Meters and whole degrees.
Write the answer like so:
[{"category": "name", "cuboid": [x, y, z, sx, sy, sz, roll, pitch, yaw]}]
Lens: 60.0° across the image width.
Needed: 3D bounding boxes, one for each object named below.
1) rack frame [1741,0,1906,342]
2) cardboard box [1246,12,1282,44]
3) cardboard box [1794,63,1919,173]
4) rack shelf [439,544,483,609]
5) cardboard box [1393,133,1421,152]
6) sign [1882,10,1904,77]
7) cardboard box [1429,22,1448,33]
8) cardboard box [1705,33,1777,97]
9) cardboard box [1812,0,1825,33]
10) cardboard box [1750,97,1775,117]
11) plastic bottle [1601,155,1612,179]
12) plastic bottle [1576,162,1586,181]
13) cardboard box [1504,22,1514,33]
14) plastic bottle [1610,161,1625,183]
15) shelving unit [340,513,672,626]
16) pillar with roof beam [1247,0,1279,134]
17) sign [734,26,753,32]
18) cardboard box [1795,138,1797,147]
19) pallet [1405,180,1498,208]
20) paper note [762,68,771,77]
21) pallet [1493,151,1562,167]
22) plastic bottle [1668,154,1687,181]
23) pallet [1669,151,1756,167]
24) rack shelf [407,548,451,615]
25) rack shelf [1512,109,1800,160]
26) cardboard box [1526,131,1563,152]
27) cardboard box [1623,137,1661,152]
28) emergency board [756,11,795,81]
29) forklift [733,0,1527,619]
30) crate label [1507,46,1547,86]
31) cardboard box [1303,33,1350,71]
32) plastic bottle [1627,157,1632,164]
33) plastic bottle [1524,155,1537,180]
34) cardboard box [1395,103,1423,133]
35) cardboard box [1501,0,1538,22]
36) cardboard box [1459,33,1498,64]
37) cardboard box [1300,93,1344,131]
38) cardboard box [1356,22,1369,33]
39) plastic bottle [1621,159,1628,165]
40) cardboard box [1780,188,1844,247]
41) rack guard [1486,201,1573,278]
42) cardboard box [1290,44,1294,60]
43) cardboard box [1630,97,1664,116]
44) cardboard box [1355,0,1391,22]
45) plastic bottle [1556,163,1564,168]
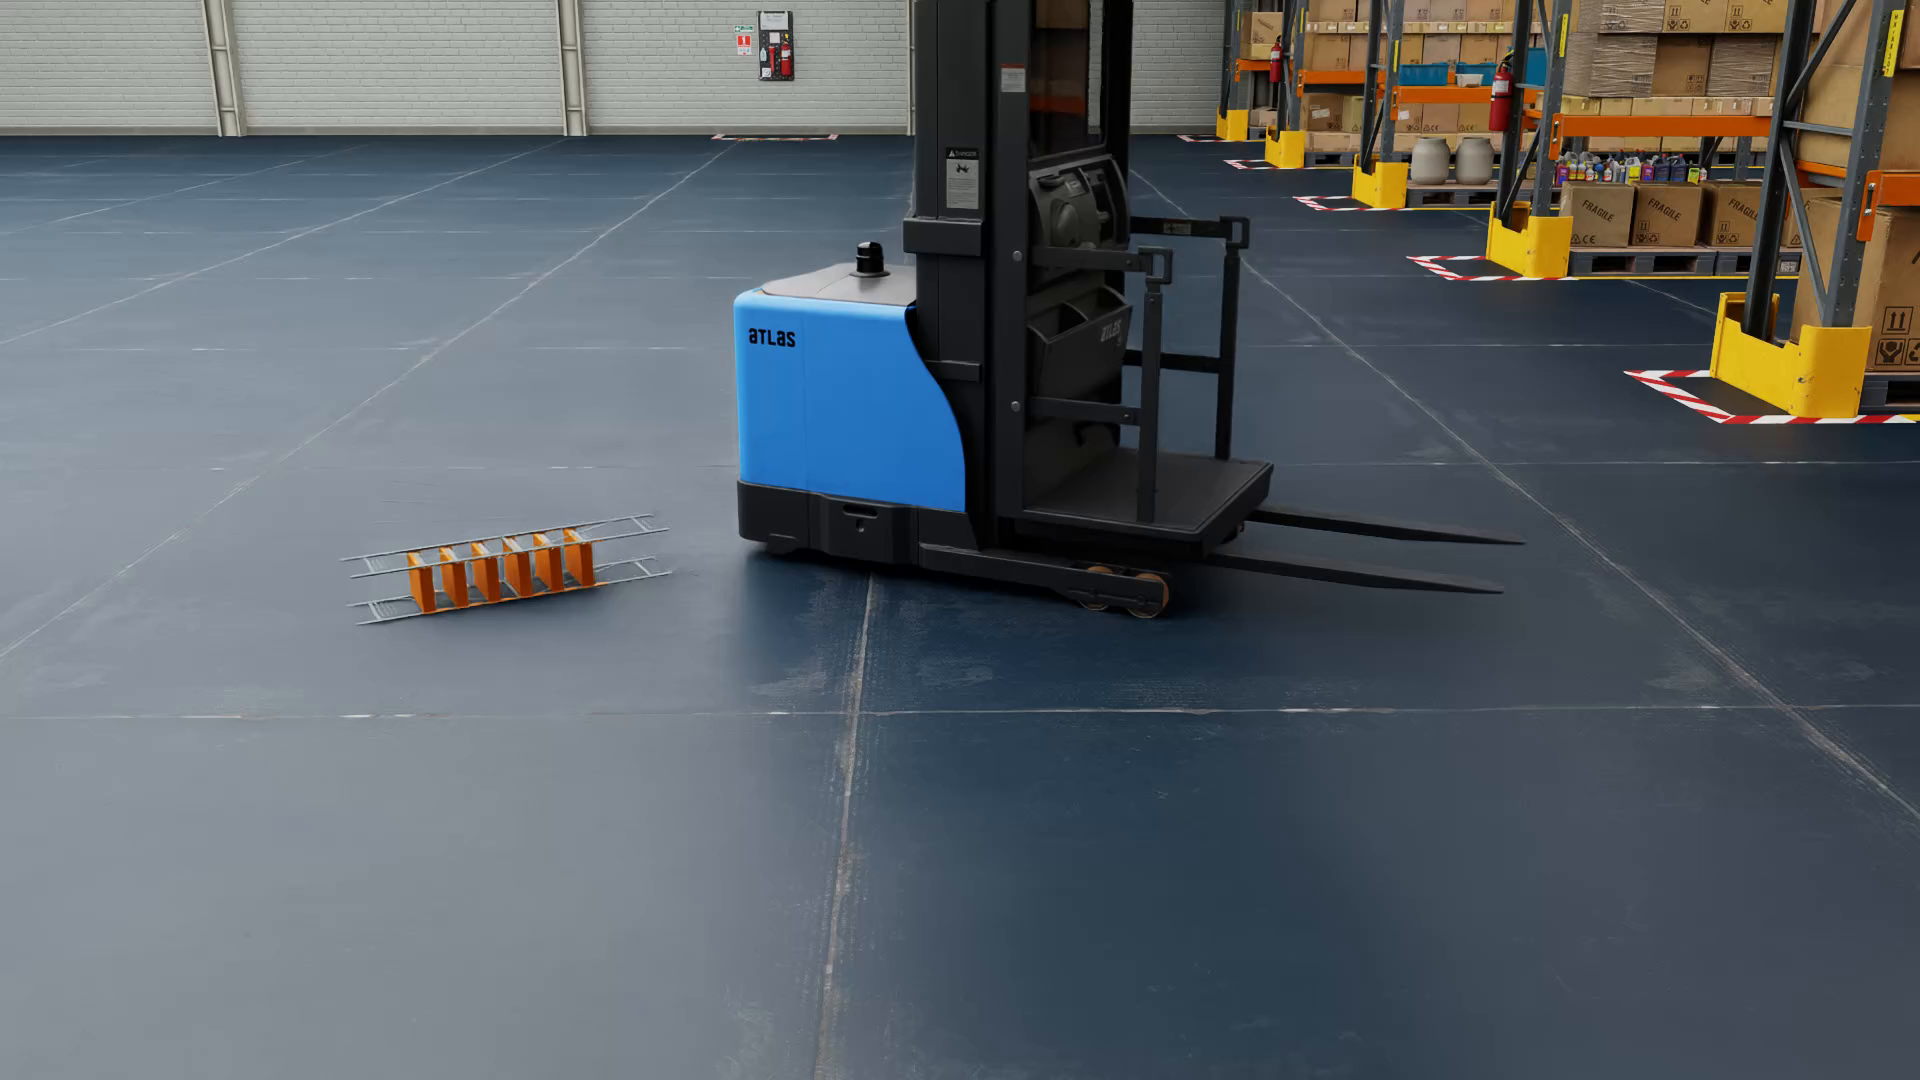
[{"category": "rack frame", "cuboid": [4.796, -2.275, 9.229, 0.127, 3.000, 1.000, 0, 18, -1]}, {"category": "cardboard box", "cuboid": [5.066, -8.535, 27.727, 0.500, 0.500, 0.500, 0, 18, -1]}, {"category": "cardboard box", "cuboid": [5.166, -2.362, 9.255, 0.550, 0.550, 0.875, 0, 18, -1]}, {"category": "rack shelf", "cuboid": [-1.899, 0.132, 6.310, 0.103, 0.180, 0.258, -10, 20, -27]}, {"category": "cardboard box", "cuboid": [6.206, -5.647, 23.555, 0.500, 0.250, 0.500, 0, 18, -1]}, {"category": "sign", "cuboid": [4.799, -2.555, 8.556, 0.005, 0.325, 0.100, 0, 18, -1]}, {"category": "cardboard box", "cuboid": [6.599, -7.116, 23.093, 0.250, 0.149, 0.380, 0, 18, 0]}, {"category": "cardboard box", "cuboid": [6.368, -4.002, 13.962, 0.500, 0.500, 0.875, 0, 18, -1]}, {"category": "cardboard box", "cuboid": [6.873, -4.382, 13.511, 0.500, 0.500, 0.500, 0, 18, -1]}, {"category": "cardboard box", "cuboid": [6.609, -3.577, 13.699, 0.250, 0.149, 0.380, 0, 18, -1]}, {"category": "plastic bottle", "cuboid": [7.572, -4.372, 19.493, 0.133, 0.283, 0.061, 1, 18, 2]}, {"category": "plastic bottle", "cuboid": [7.001, -4.129, 18.755, 0.097, 0.271, 0.097, 0, 18, 0]}, {"category": "cardboard box", "cuboid": [7.626, -7.121, 23.109, 0.250, 0.149, 0.380, 0, 18, -1]}, {"category": "plastic bottle", "cuboid": [7.423, -4.142, 18.787, 0.135, 0.276, 0.152, 0, 18, 0]}, {"category": "shelving unit", "cuboid": [-1.726, 0.103, 6.398, 1.200, 0.189, 0.258, -10, 20, -27]}, {"category": "pillar with roof beam", "cuboid": [5.339, -10.138, 23.920, 0.400, 9.000, 9.100, 0, 18, -1]}, {"category": "sign", "cuboid": [-3.750, -8.863, 28.839, 0.331, 0.109, 0.001, 0, 18, -1]}, {"category": "cardboard box", "cuboid": [11.628, -5.665, 23.609, 0.500, 0.250, 0.500, 0, 18, -2]}, {"category": "pallet", "cuboid": [5.628, -3.992, 19.147, 1.213, 0.211, 1.003, 0, 18, -1]}, {"category": "paper note", "cuboid": [-3.378, -8.168, 29.041, 0.142, 0.148, 0.016, 0, 18, -1]}, {"category": "pallet", "cuboid": [7.870, -5.516, 23.898, 1.213, 0.211, 1.003, 0, 18, -1]}, {"category": "plastic bottle", "cuboid": [8.101, -4.179, 18.782, 0.185, 0.351, 0.144, -1, 18, -2]}, {"category": "pallet", "cuboid": [10.625, -5.530, 23.940, 1.213, 0.211, 1.003, 0, 18, -1]}, {"category": "rack shelf", "cuboid": [-2.005, 0.150, 6.257, 0.103, 0.180, 0.258, -10, 20, -27]}, {"category": "rack shelf", "cuboid": [6.819, -3.457, 14.093, 4.000, 0.370, 1.077, 0, 18, -1]}, {"category": "cardboard box", "cuboid": [8.206, -5.657, 23.585, 0.500, 0.250, 0.500, 0, 18, -1]}, {"category": "cardboard box", "cuboid": [9.584, -5.654, 23.577, 0.500, 0.250, 0.500, 0, 18, 1]}, {"category": "emergency board", "cuboid": [-3.200, -8.567, 28.844, 0.643, 1.169, 0.194, 0, 18, -1]}, {"category": "forklift", "cuboid": [0.645, -1.289, 6.268, 3.031, 2.935, 1.130, 8, 19, 24]}, {"category": "crate label", "cuboid": [6.577, -5.411, 18.948, 0.616, 0.435, 0.502, 0, 18, -1]}, {"category": "cardboard box", "cuboid": [5.133, -6.862, 23.364, 0.500, 0.500, 0.700, 0, 18, -1]}, {"category": "plastic bottle", "cuboid": [7.783, -4.318, 19.344, 0.097, 0.271, 0.097, 0, 18, 0]}, {"category": "plastic bottle", "cuboid": [6.687, -4.368, 19.480, 0.133, 0.283, 0.061, 0, 18, 0]}, {"category": "cardboard box", "cuboid": [6.206, -6.008, 23.451, 0.500, 0.500, 0.500, 0, 18, -1]}, {"category": "cardboard box", "cuboid": [7.717, -7.494, 23.210, 0.500, 0.500, 0.700, 0, 18, -1]}, {"category": "cardboard box", "cuboid": [7.193, -6.873, 23.399, 0.500, 0.500, 0.700, 0, 18, 0]}, {"category": "cardboard box", "cuboid": [5.198, -6.157, 23.917, 0.500, 0.500, 0.500, 0, 18, -1]}, {"category": "cardboard box", "cuboid": [5.575, -7.111, 23.080, 0.250, 0.149, 0.380, 0, 18, -1]}, {"category": "plastic bottle", "cuboid": [7.559, -4.176, 18.881, 0.133, 0.283, 0.061, 0, 18, -1]}, {"category": "cardboard box", "cuboid": [7.226, -2.798, 14.263, 0.500, 0.500, 0.500, -2, 18, -6]}, {"category": "rack guard", "cuboid": [4.895, -2.600, 14.336, 0.348, 0.500, 1.175, 0, 18, -1]}, {"category": "cardboard box", "cuboid": [5.596, -8.179, 27.847, 0.500, 0.250, 0.500, -1, 18, -3]}, {"category": "cardboard box", "cuboid": [5.608, -3.591, 13.743, 0.250, 0.149, 0.380, 0, 18, -1]}, {"category": "cardboard box", "cuboid": [5.712, -7.484, 23.180, 0.500, 0.500, 0.700, -1, 18, -2]}, {"category": "plastic bottle", "cuboid": [6.982, -4.278, 19.335, 0.097, 0.201, 0.097, 0, 18, 0]}]
